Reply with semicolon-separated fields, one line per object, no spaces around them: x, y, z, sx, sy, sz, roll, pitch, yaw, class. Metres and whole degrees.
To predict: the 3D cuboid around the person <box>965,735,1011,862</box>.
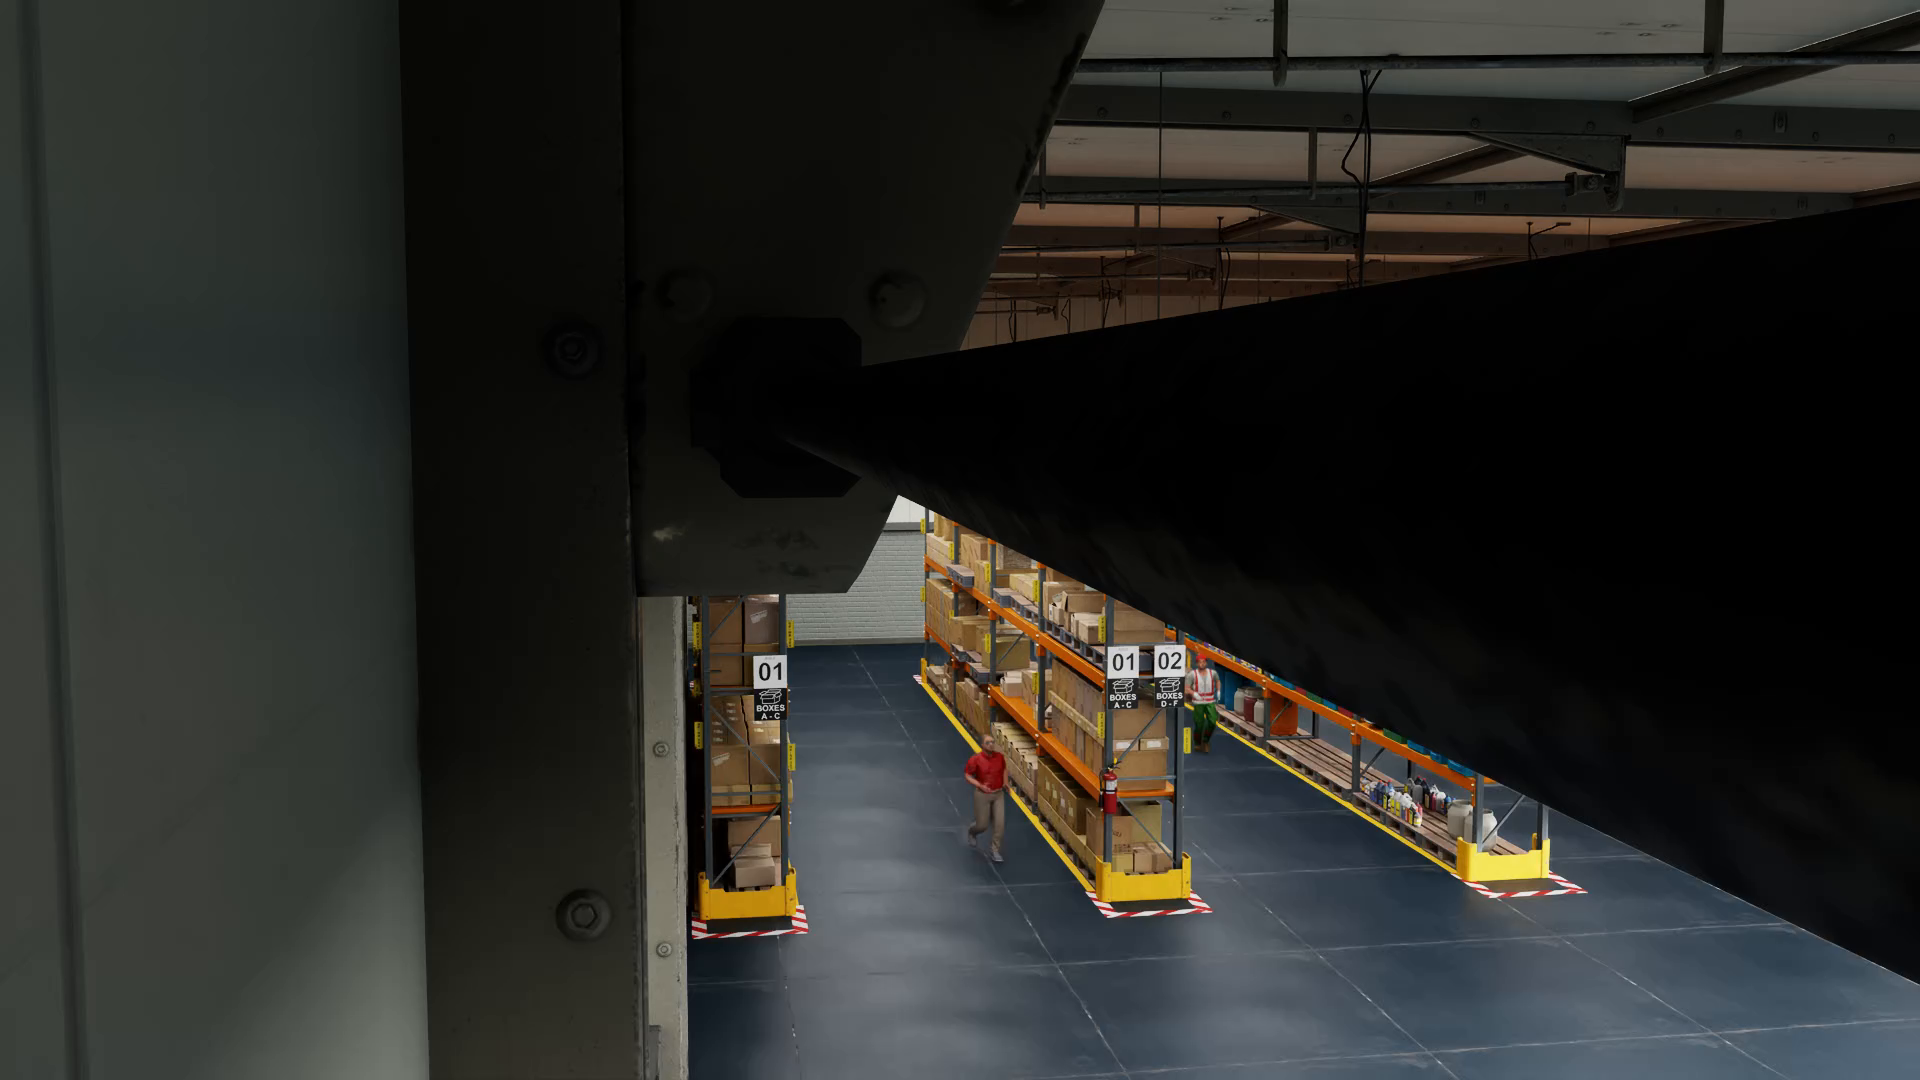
0.386;3.495;22.702;0.670;1.687;0.759;-2;5;-23;person

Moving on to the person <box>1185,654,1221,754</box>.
4.287;2.879;29.234;0.667;1.756;0.681;0;5;-2;person

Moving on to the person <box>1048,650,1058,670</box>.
1.869;2.179;35.476;0.571;1.635;0.547;-2;5;-20;person
